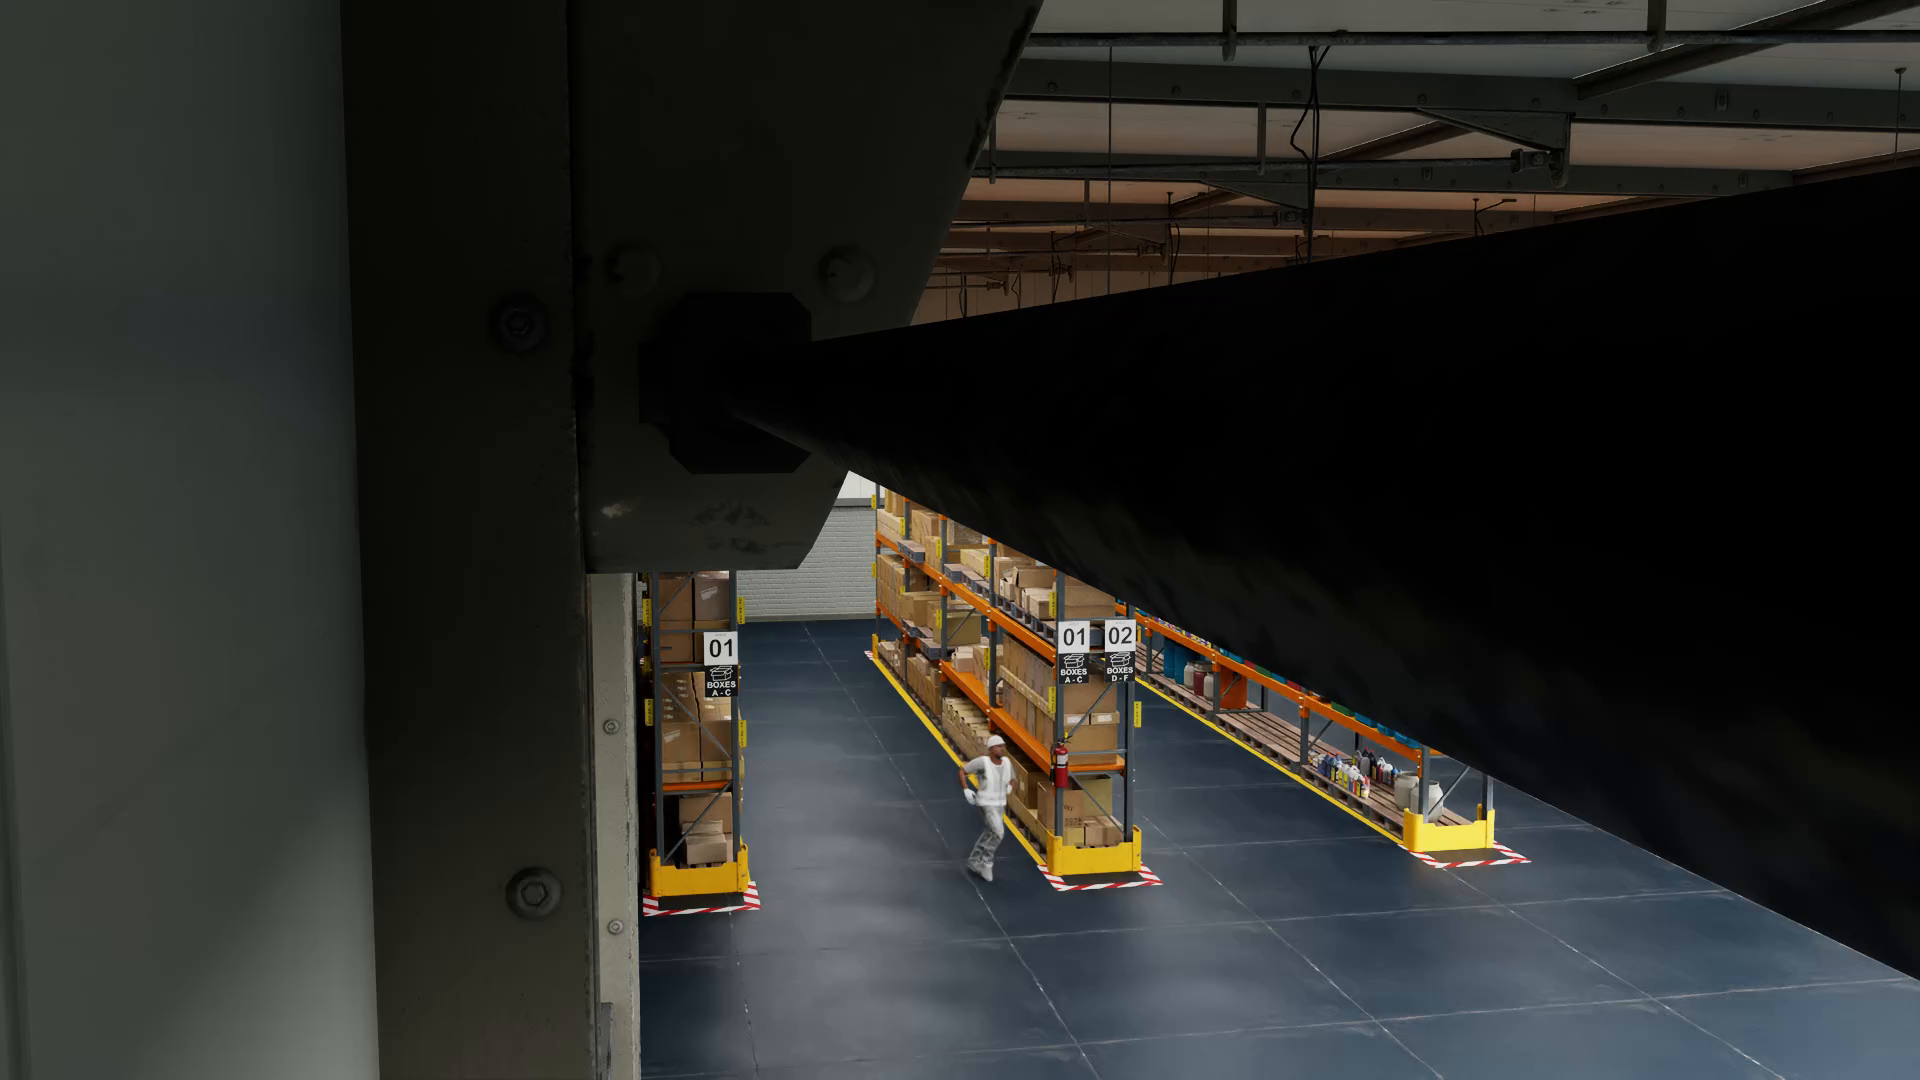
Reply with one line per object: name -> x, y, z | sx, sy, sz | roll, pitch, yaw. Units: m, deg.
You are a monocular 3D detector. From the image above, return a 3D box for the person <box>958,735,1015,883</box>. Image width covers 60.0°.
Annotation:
person -> 0.398, 3.331, 20.804 | 0.675, 1.773, 0.686 | 6, 8, 43
